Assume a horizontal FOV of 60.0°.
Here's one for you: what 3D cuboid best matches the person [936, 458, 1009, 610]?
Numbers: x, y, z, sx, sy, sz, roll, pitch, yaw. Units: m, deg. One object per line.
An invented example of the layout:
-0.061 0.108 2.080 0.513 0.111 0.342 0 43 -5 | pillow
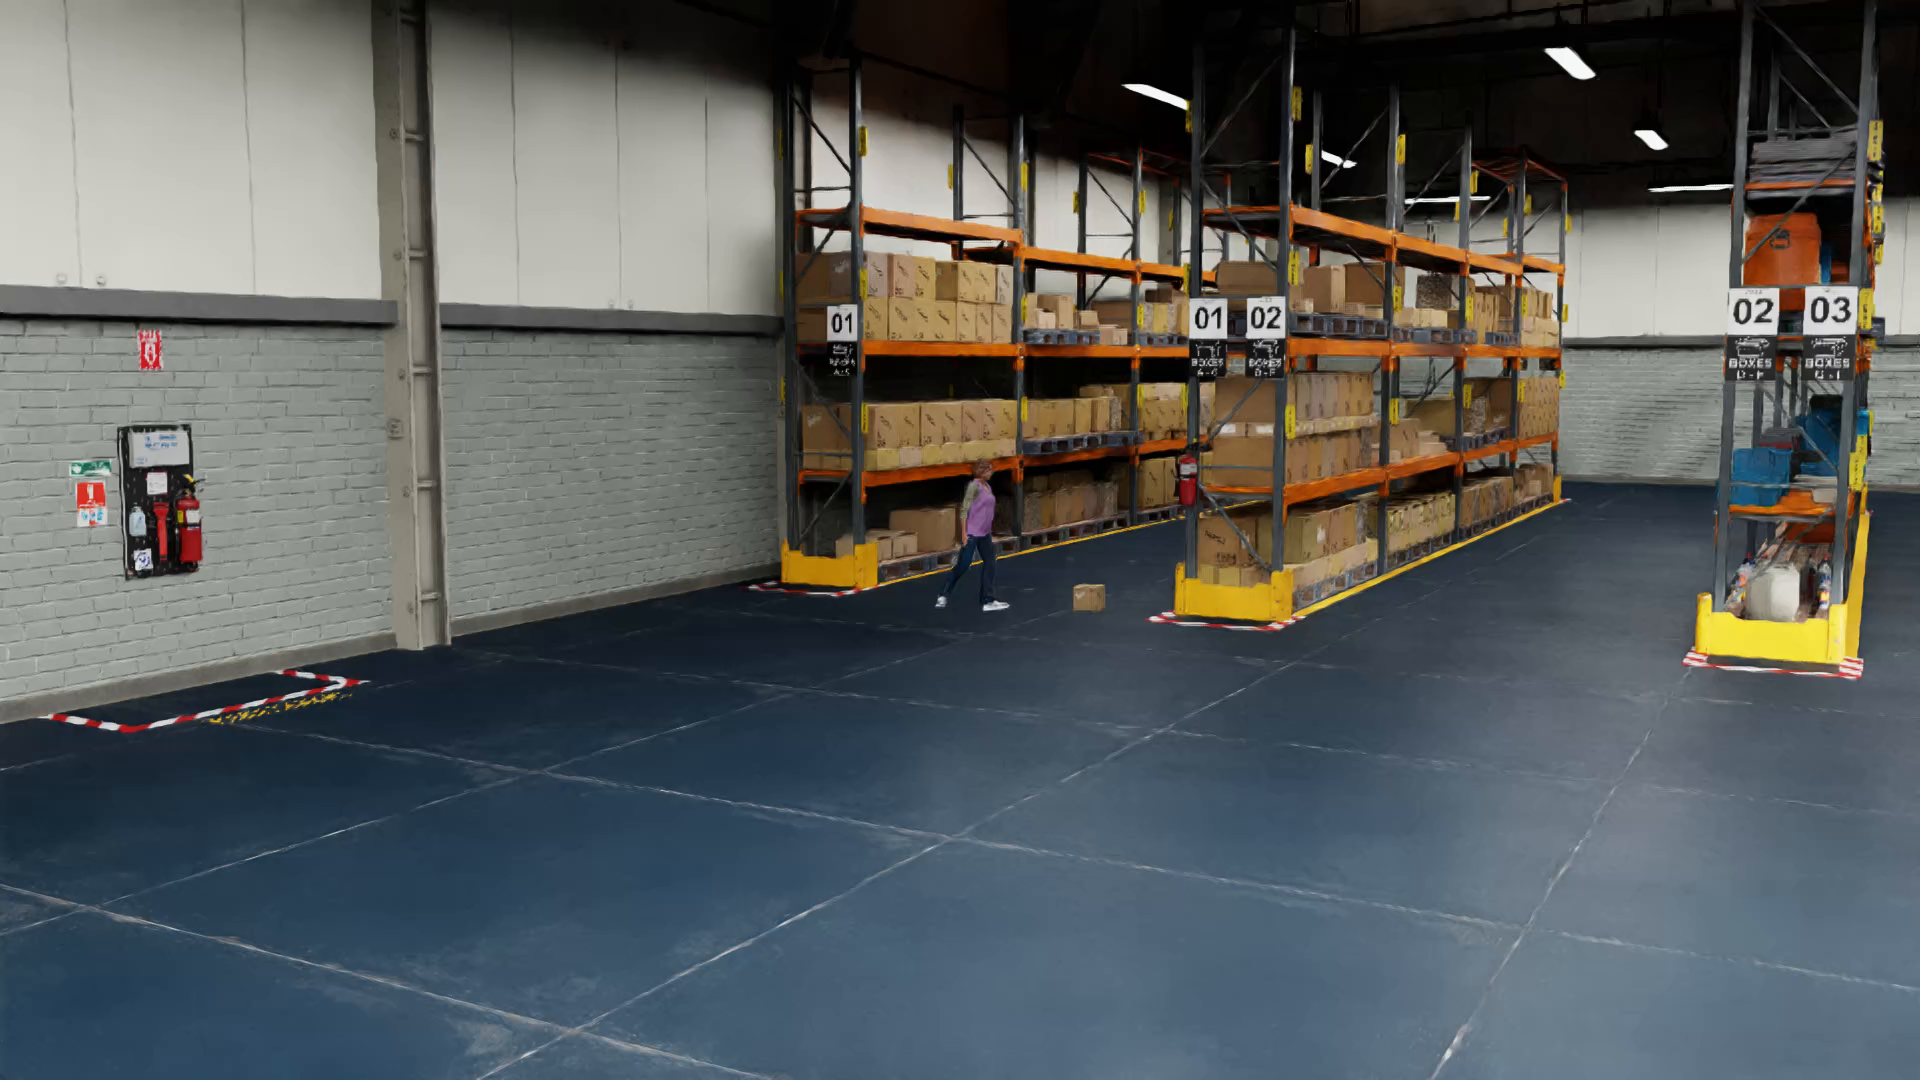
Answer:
0.149 -0.065 17.202 0.708 1.566 0.684 3 7 25 | person
